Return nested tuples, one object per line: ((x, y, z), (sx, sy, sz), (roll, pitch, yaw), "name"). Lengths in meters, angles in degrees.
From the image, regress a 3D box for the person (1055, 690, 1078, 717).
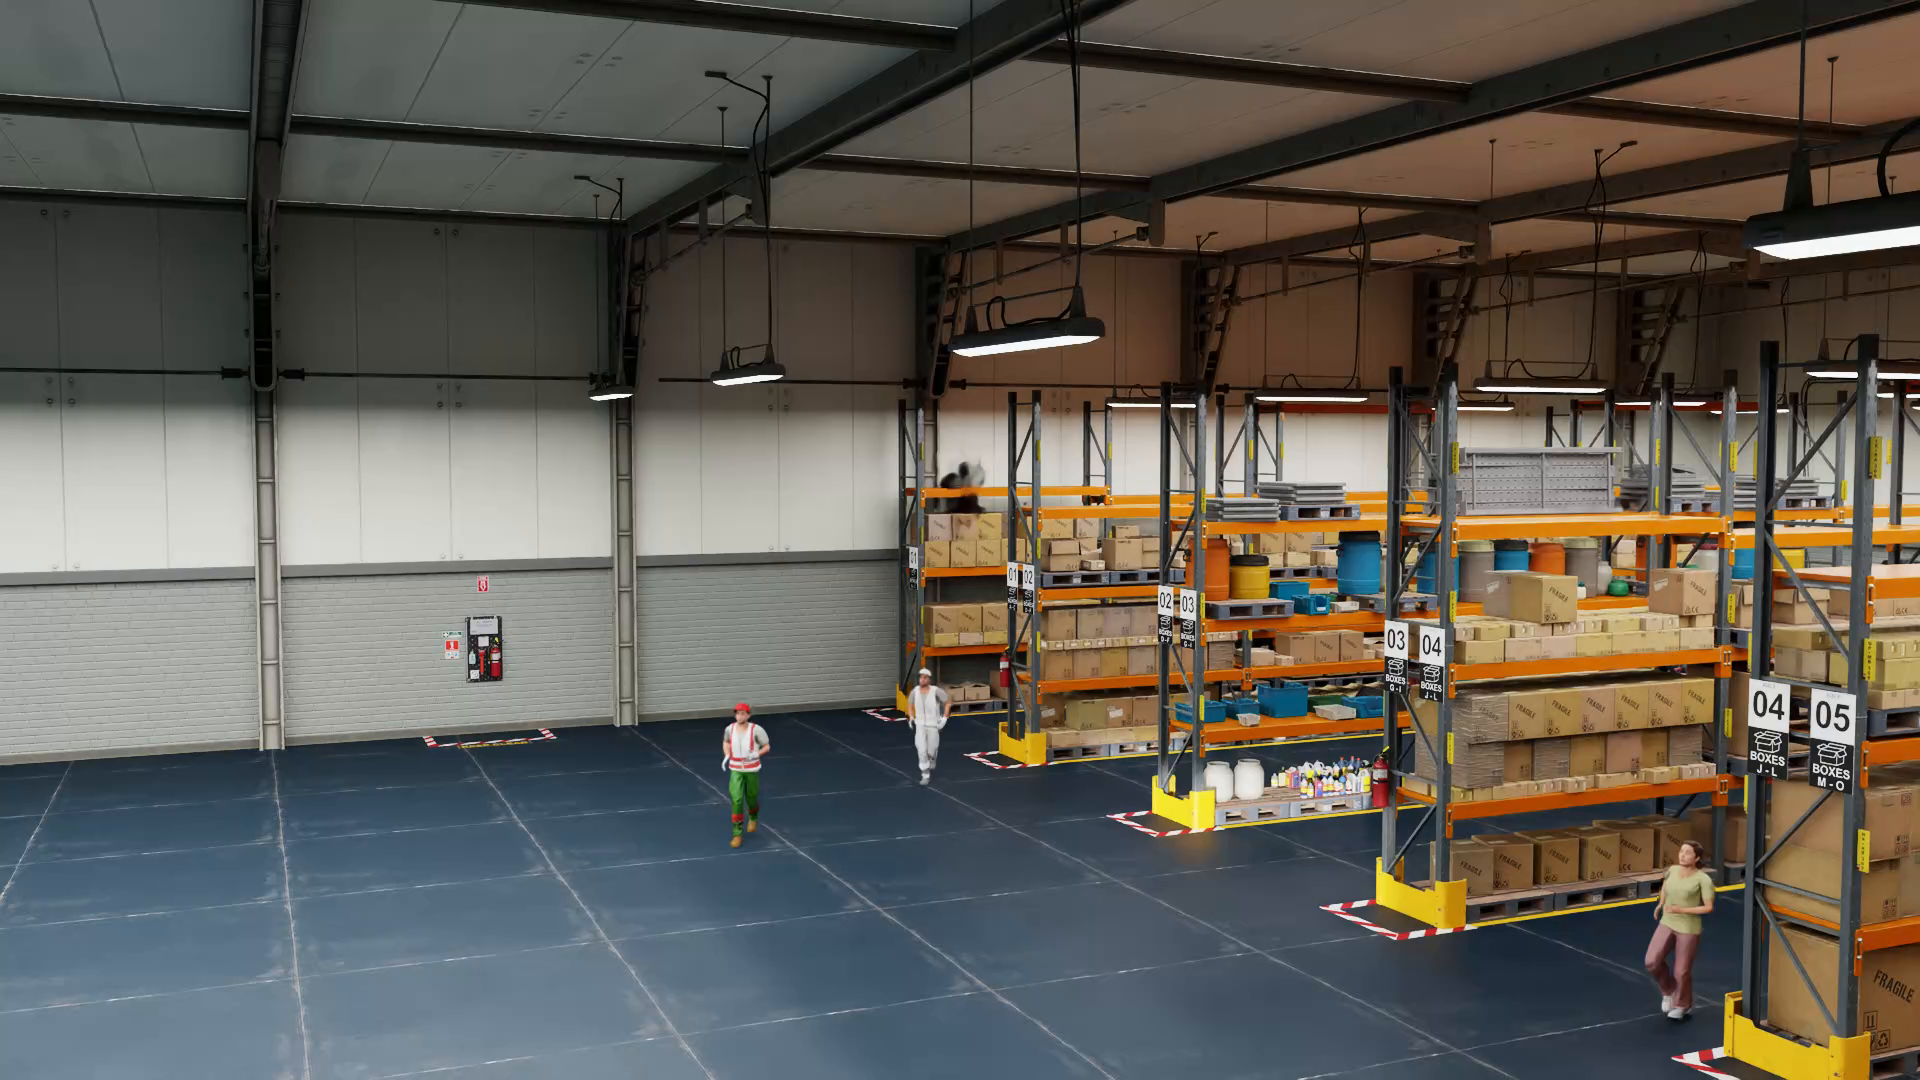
((1.900, 2.618, 29.550), (0.556, 1.620, 0.606), (-2, 4, -34), "person")

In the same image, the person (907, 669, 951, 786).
((-0.476, 2.817, 25.238), (0.673, 1.761, 0.683), (1, 3, 13), "person")

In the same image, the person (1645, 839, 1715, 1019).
((6.419, 3.478, 14.818), (0.591, 1.631, 0.565), (-3, 4, -41), "person")

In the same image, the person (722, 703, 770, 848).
((-2.764, 2.984, 21.467), (0.641, 1.796, 0.900), (0, 3, 3), "person")
